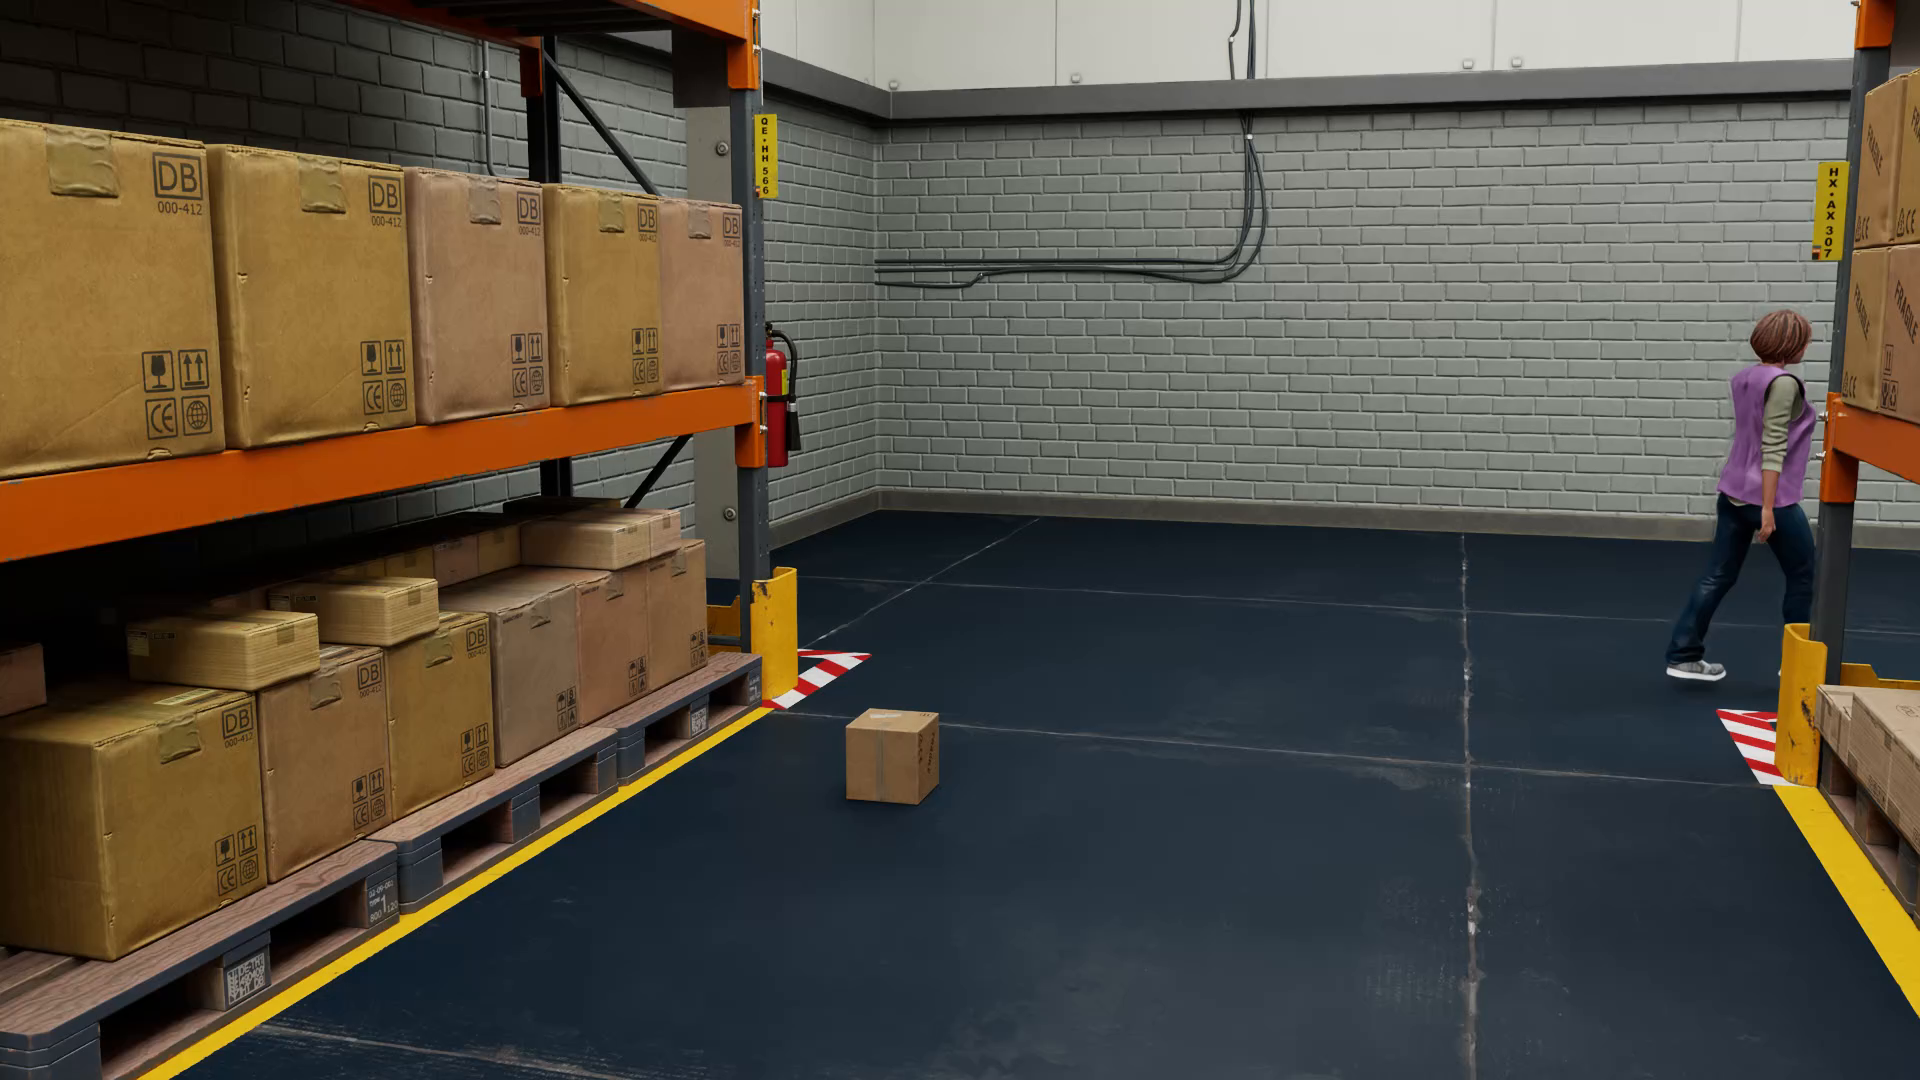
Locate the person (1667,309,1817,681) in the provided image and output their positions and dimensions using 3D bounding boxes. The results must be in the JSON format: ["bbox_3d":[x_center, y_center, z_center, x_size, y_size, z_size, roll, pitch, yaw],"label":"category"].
[{"bbox_3d":[3.374,-0.147,6.882,0.764,1.602,0.471,-1,9,-5],"label":"person"}]
